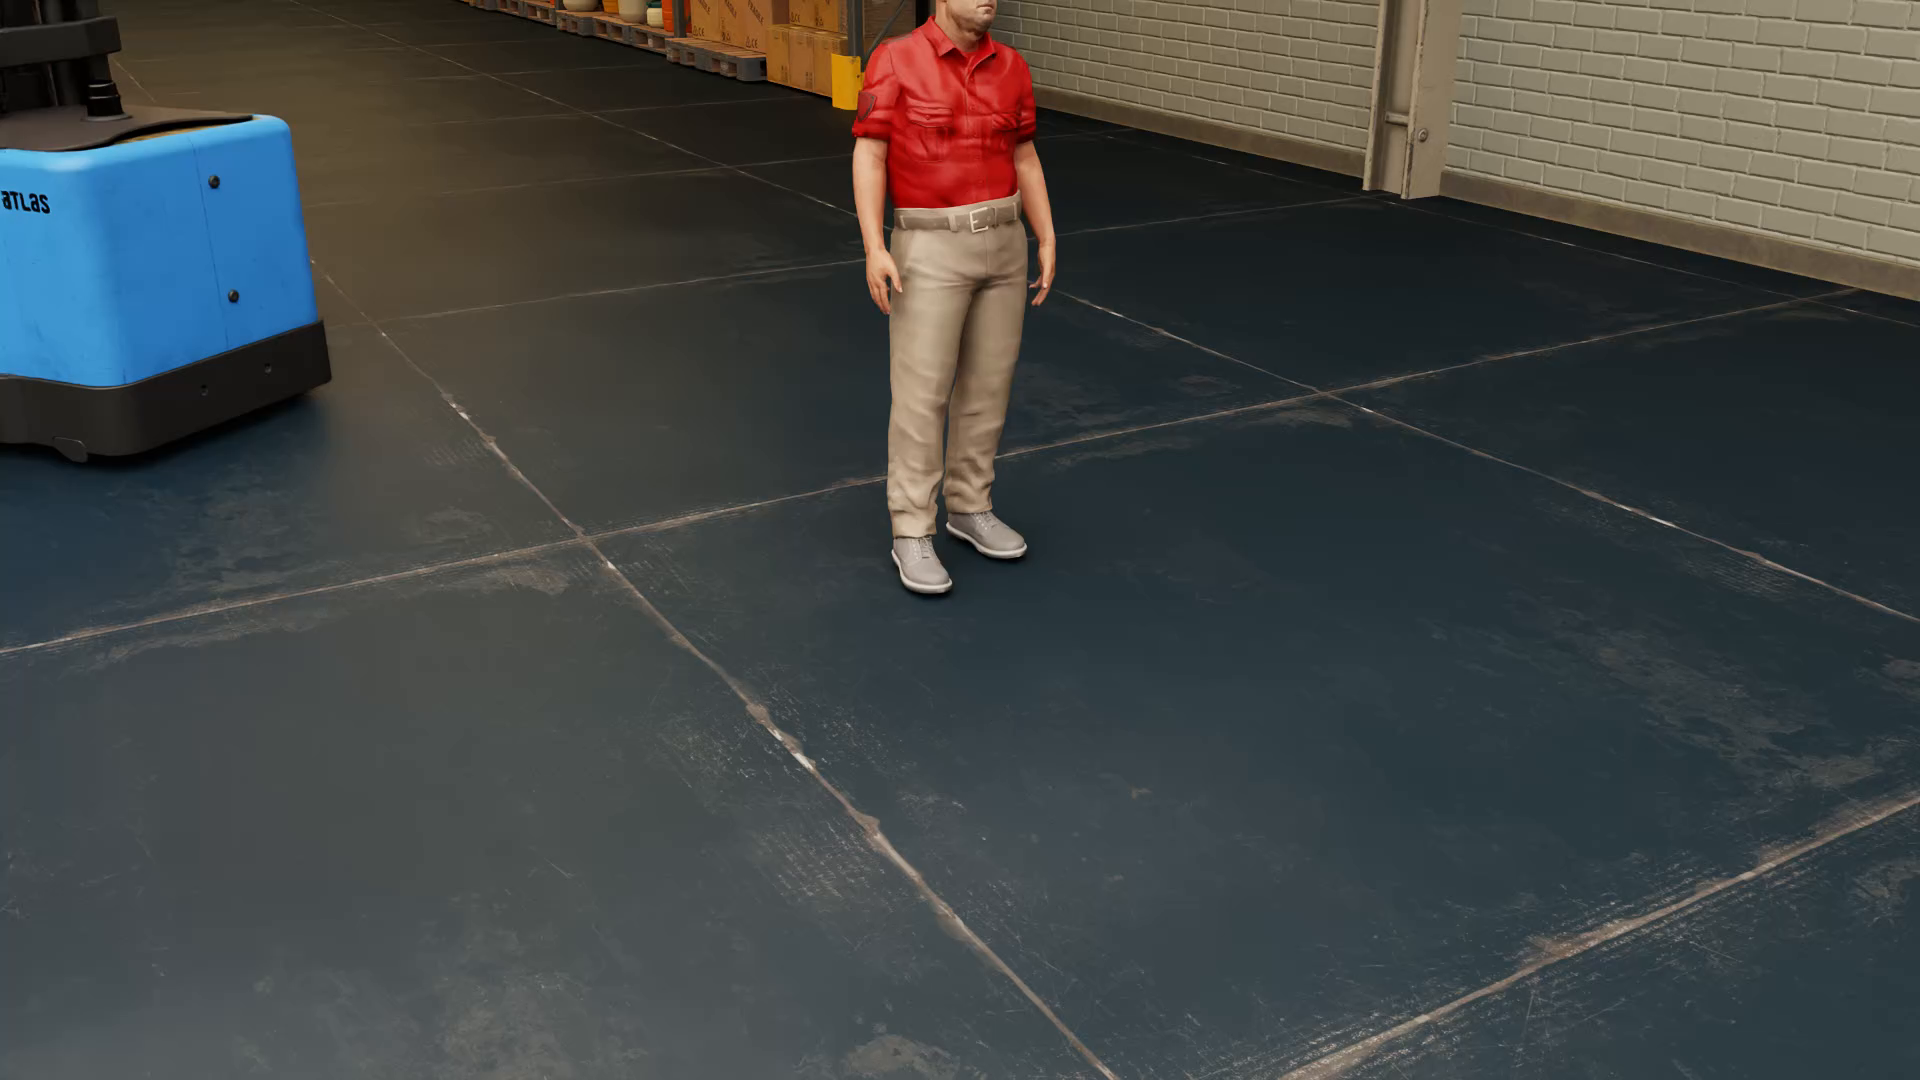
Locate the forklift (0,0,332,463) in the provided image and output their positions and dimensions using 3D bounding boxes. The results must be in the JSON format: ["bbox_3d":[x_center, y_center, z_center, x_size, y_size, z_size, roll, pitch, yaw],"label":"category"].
[{"bbox_3d":[-4.008,-1.967,6.067,3.031,2.935,1.130,9,24,21],"label":"forklift"}]

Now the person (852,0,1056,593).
[{"bbox_3d":[0.035,-0.776,4.726,0.641,1.728,0.550,-12,25,-28],"label":"person"}]
